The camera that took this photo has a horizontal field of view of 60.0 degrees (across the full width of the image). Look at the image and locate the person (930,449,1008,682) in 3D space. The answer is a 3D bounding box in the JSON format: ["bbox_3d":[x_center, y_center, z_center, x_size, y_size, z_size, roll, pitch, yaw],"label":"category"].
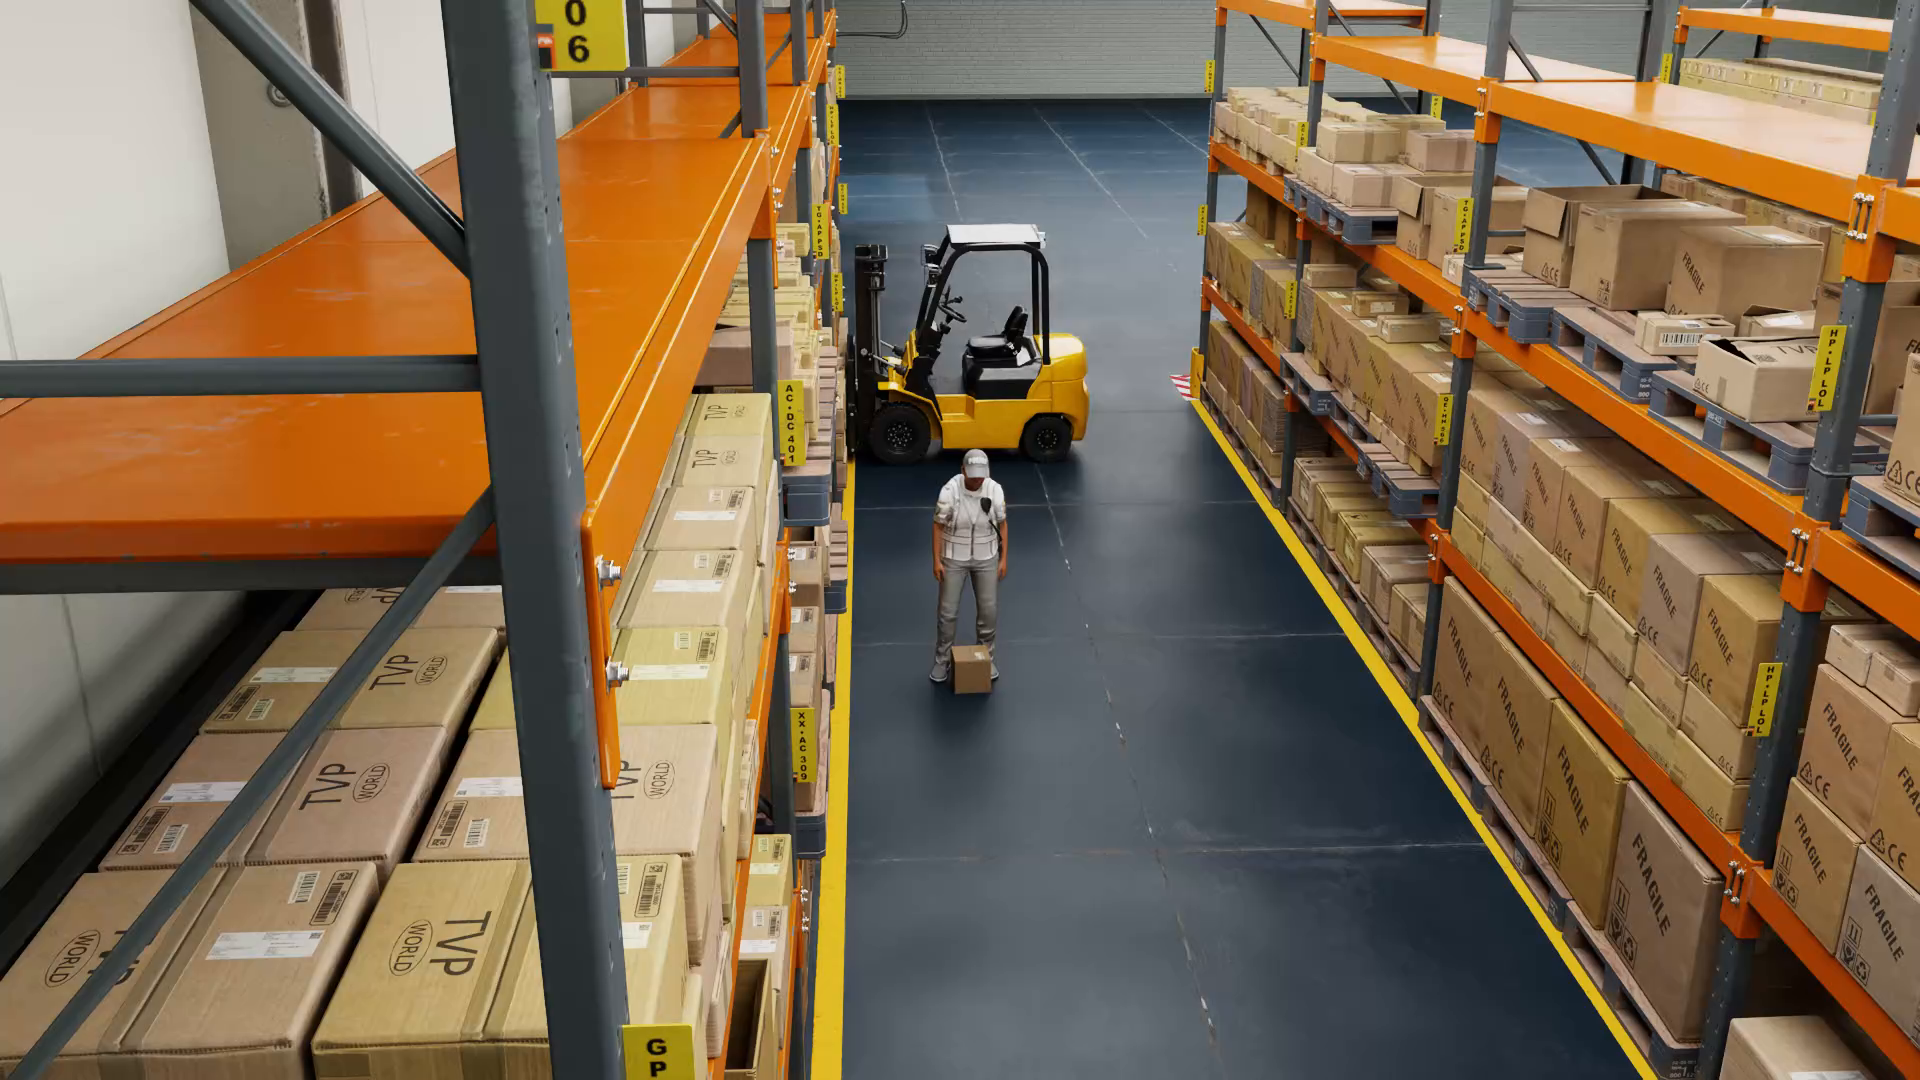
[{"bbox_3d":[0.058,0.157,11.468,0.560,1.665,0.469,-2,21,-6],"label":"person"}]
